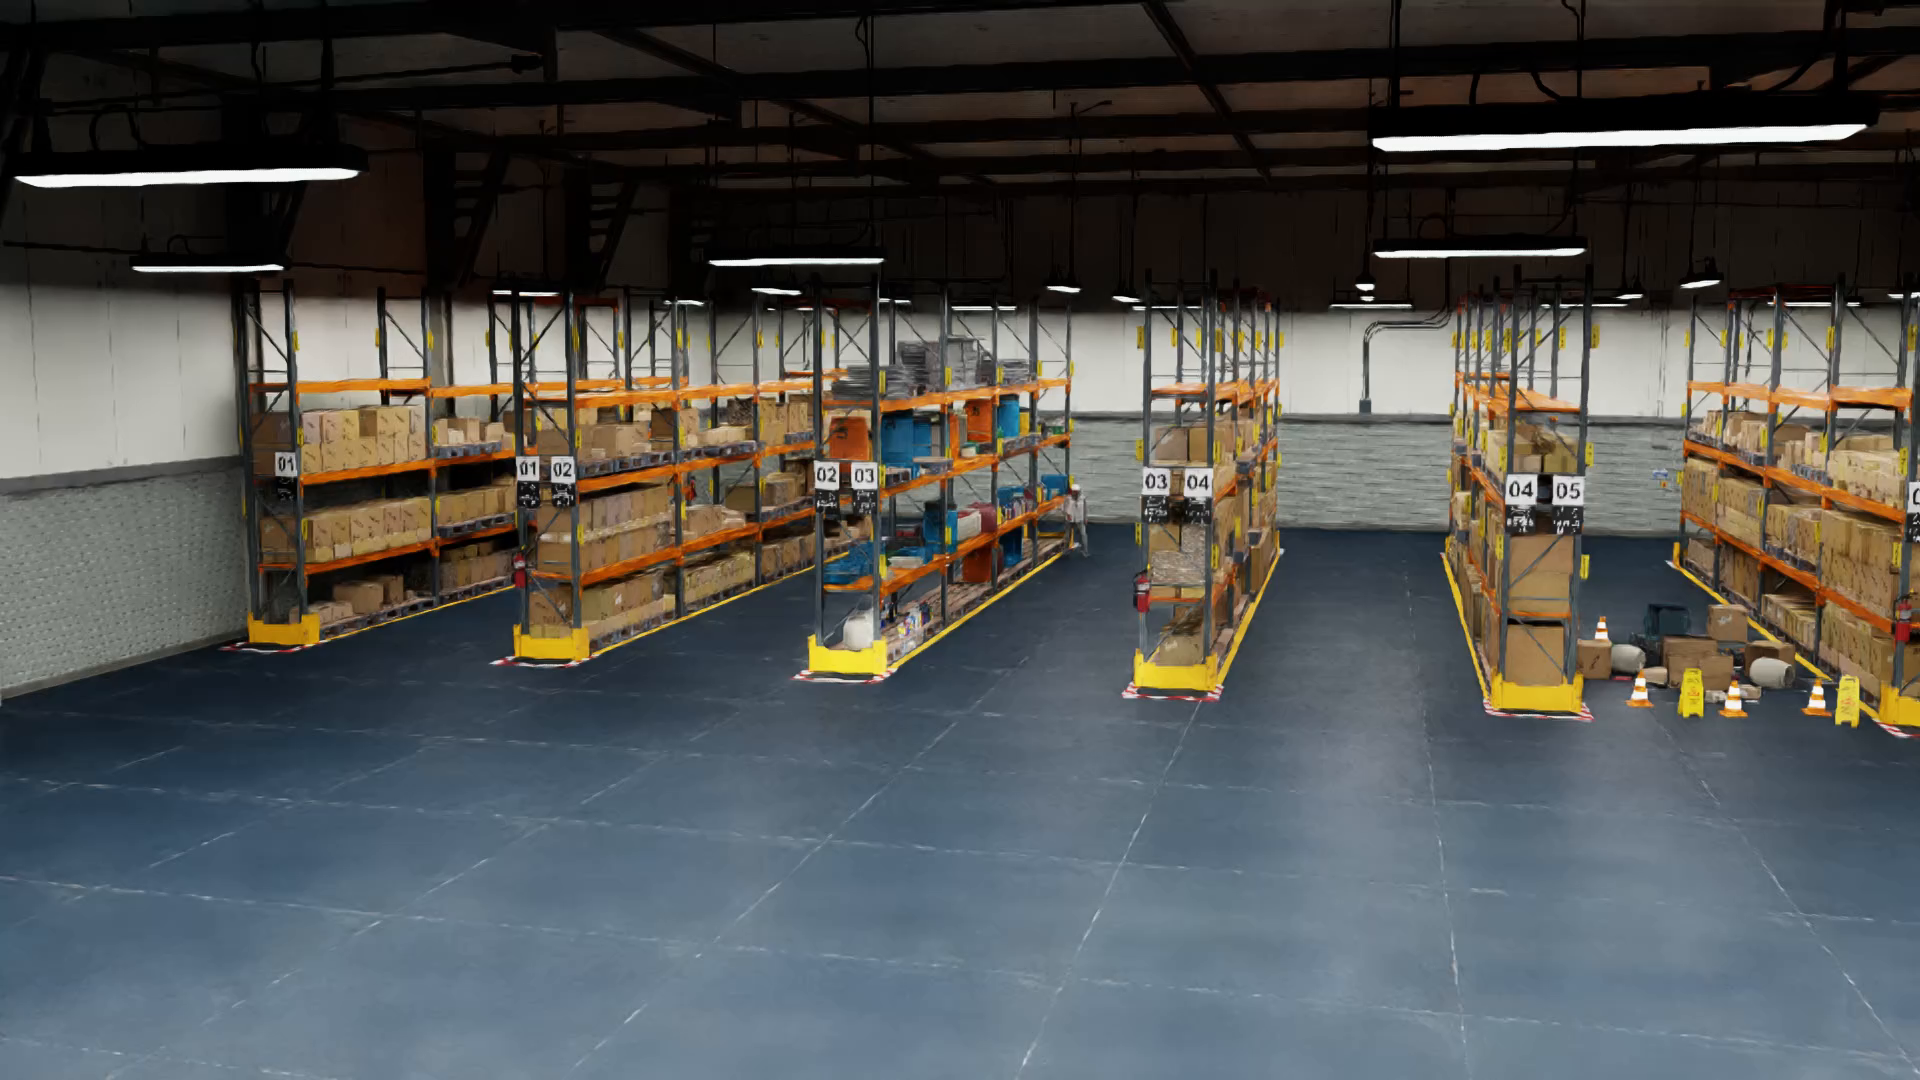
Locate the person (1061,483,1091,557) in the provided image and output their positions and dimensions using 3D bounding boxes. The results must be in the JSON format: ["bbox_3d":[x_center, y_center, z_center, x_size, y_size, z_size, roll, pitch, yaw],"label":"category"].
[{"bbox_3d":[2.692,-0.484,38.653,0.643,1.714,0.837,0,7,-2],"label":"person"}]
